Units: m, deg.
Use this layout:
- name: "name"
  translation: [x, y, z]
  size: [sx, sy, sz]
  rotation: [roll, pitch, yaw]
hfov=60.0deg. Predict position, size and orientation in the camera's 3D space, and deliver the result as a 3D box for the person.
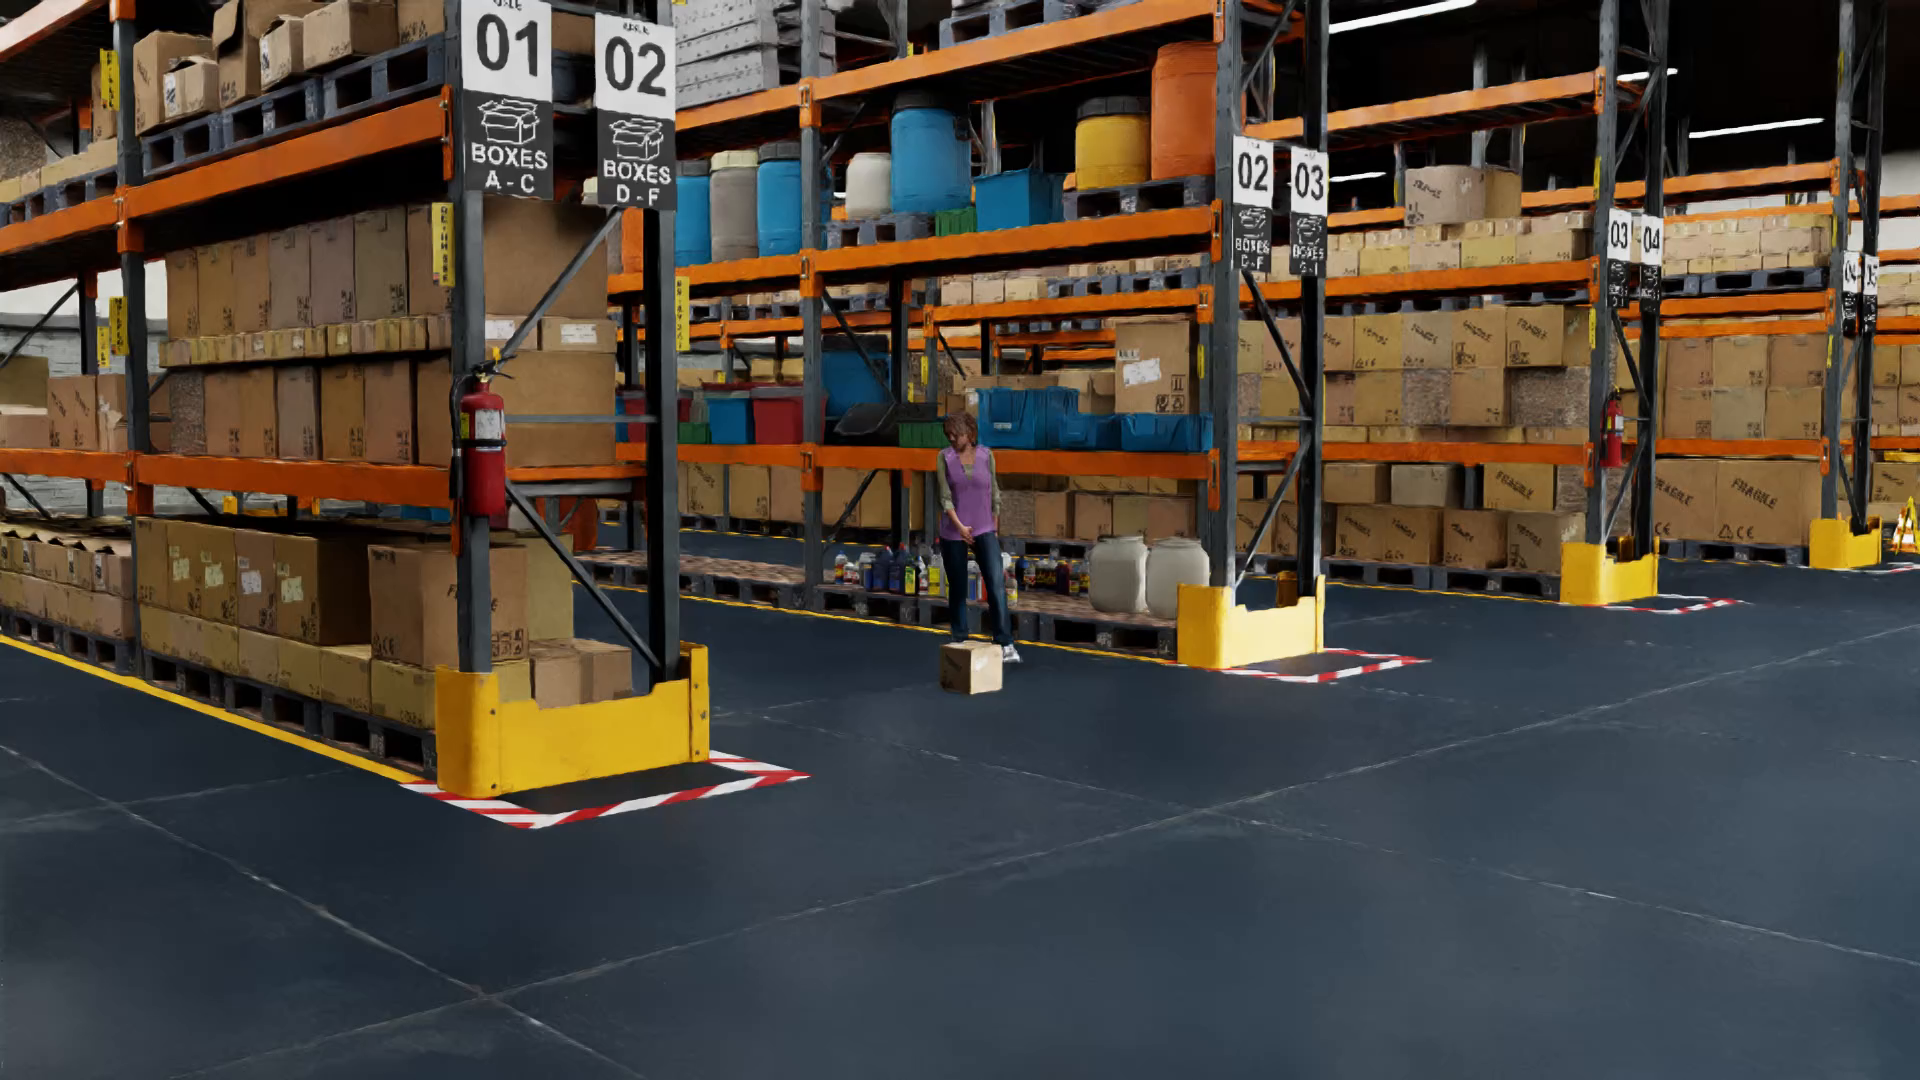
- name: "person"
  translation: [0.087, -0.025, 10.135]
  size: [0.458, 1.548, 0.832]
  rotation: [-1, 4, -8]
